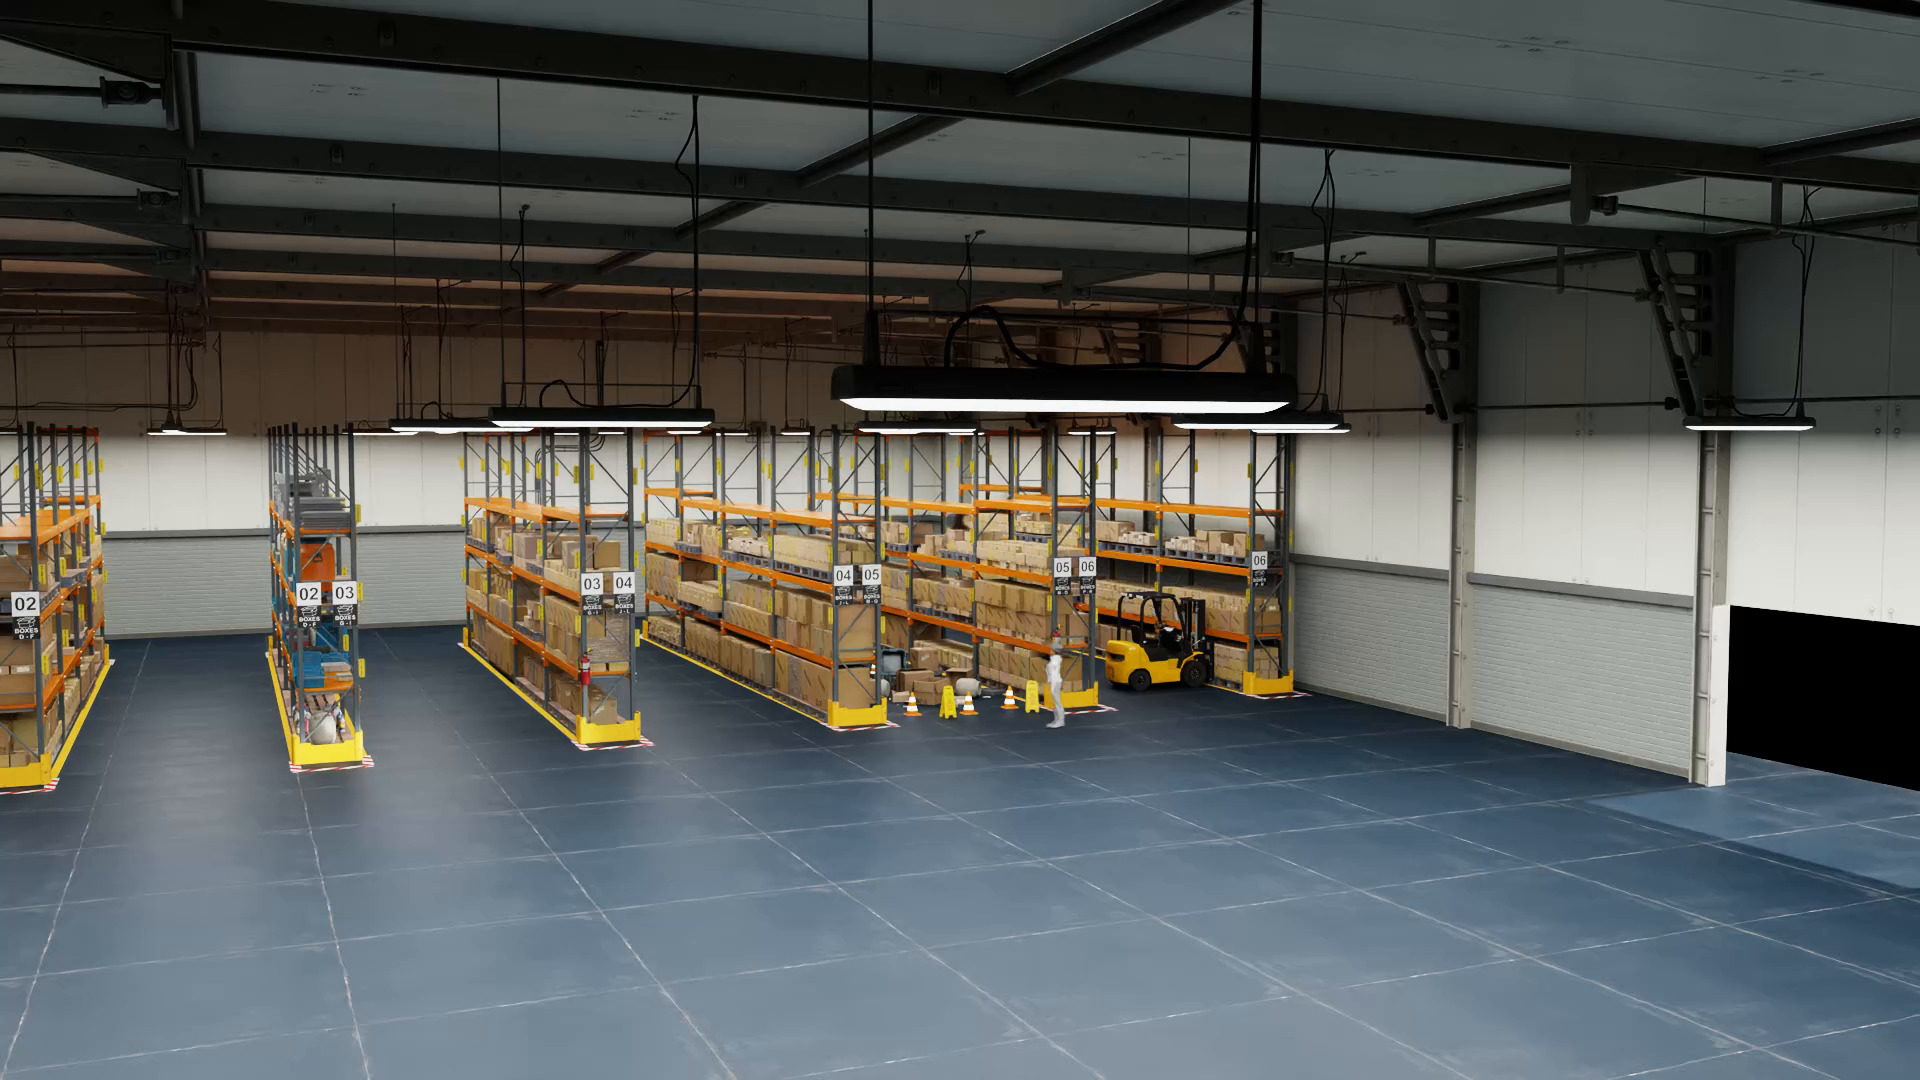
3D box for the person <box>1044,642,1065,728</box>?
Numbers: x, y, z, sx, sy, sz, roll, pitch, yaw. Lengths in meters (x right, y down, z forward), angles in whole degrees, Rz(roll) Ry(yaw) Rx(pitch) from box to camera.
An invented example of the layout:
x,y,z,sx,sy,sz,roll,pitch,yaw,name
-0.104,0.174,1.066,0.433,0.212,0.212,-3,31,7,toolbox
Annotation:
x,y,z,sx,sy,sz,roll,pitch,yaw,name
1.859,2.866,32.937,0.427,1.708,0.521,-1,4,-10,person
